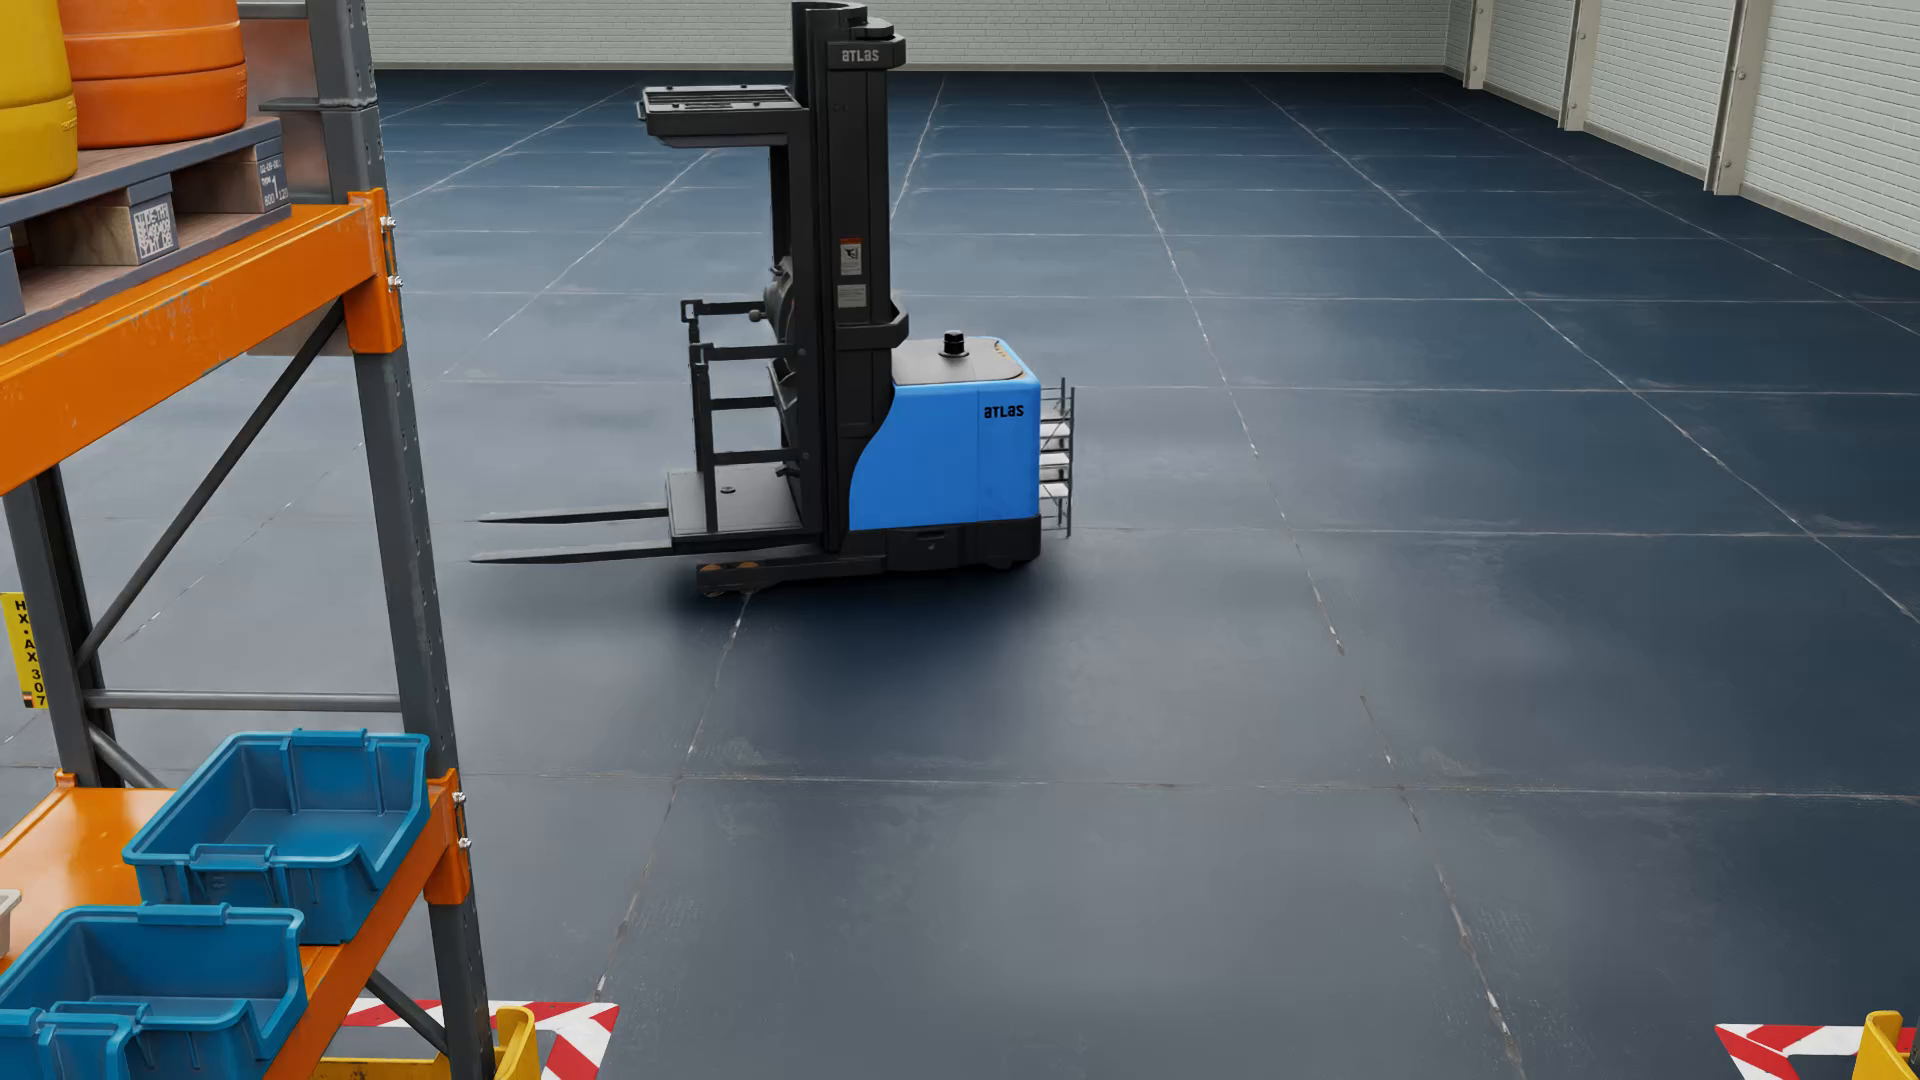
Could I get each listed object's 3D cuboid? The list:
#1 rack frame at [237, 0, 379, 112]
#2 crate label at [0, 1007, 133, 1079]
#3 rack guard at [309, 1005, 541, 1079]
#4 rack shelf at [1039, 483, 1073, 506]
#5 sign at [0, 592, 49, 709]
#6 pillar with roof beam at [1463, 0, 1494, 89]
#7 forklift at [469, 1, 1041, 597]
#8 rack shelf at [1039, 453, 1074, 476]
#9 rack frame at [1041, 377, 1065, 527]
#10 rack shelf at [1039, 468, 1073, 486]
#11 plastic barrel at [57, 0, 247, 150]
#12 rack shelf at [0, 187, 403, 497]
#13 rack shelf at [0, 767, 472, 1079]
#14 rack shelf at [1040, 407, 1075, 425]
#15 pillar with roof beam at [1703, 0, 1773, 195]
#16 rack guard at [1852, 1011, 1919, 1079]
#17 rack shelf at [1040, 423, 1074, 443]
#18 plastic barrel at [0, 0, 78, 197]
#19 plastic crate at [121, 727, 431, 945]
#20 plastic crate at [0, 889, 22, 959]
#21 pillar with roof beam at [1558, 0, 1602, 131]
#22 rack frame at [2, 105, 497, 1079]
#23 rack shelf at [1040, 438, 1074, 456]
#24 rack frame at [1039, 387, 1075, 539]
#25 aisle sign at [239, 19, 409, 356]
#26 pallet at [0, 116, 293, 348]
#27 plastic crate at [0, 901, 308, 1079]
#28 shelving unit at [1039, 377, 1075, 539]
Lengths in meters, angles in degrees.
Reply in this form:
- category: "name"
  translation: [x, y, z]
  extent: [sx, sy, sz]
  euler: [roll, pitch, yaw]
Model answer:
- category: "rack frame"
  translation: [-1.829, -2.375, 3.209]
  extent: [1.000, 3.000, 0.127]
  euler: [1, 21, 2]
- category: "crate label"
  translation: [-1.615, 1.074, 2.565]
  extent: [0.502, 0.435, 0.616]
  euler: [1, 21, 2]
- category: "rack guard"
  translation: [-1.785, 1.615, 4.674]
  extent: [1.175, 0.500, 0.348]
  euler: [1, 21, 2]
- category: "rack shelf"
  translation: [0.497, -0.258, 9.540]
  extent: [0.258, 0.077, 0.200]
  euler: [-4, 22, -11]
- category: "sign"
  translation: [-2.379, 0.285, 4.264]
  extent: [0.100, 0.325, 0.005]
  euler: [1, 21, 2]
- category: "pillar with roof beam"
  translation: [5.526, -12.897, 30.329]
  extent: [9.100, 9.000, 0.400]
  euler: [1, 21, 2]
- category: "forklift"
  translation: [-1.128, -1.275, 8.762]
  extent: [3.031, 2.935, 1.130]
  euler: [-4, 22, -11]
- category: "rack shelf"
  translation: [0.497, -0.426, 9.475]
  extent: [0.258, 0.077, 0.200]
  euler: [-4, 22, -11]
- category: "rack frame"
  translation: [0.477, -0.493, 9.556]
  extent: [0.240, 0.900, 0.006]
  euler: [-4, 22, -11]
- category: "rack shelf"
  translation: [0.497, -0.342, 9.507]
  extent: [0.258, 0.077, 0.200]
  euler: [-4, 22, -11]
- category: "plastic barrel"
  translation: [-1.717, -1.195, 3.142]
  extent: [0.600, 0.830, 0.708]
  euler: [1, 21, 2]
- category: "rack shelf"
  translation: [-1.890, 0.082, 2.018]
  extent: [1.077, 0.370, 4.000]
  euler: [1, 21, 2]
- category: "rack shelf"
  translation: [-1.890, 1.481, 2.561]
  extent: [1.077, 0.370, 4.000]
  euler: [1, 21, 2]
- category: "rack shelf"
  translation: [0.498, -0.678, 9.377]
  extent: [0.258, 0.077, 0.200]
  euler: [-4, 22, -11]
- category: "pillar with roof beam"
  translation: [5.161, -8.559, 19.147]
  extent: [9.100, 9.000, 0.400]
  euler: [1, 21, 2]
- category: "rack guard"
  translation: [3.122, 1.635, 4.625]
  extent: [1.175, 0.500, 0.348]
  euler: [1, 21, 2]
- category: "rack shelf"
  translation: [0.498, -0.594, 9.410]
  extent: [0.258, 0.077, 0.200]
  euler: [-4, 22, -11]
- category: "plastic barrel"
  translation: [-1.737, -0.846, 2.576]
  extent: [0.600, 0.588, 0.600]
  euler: [0, 21, 0]
- category: "plastic crate"
  translation: [-1.545, 0.676, 3.846]
  extent: [0.499, 0.251, 0.616]
  euler: [1, 21, 2]
- category: "plastic crate"
  translation: [-2.178, 0.865, 3.517]
  extent: [0.298, 0.136, 0.250]
  euler: [1, 21, 2]
- category: "pillar with roof beam"
  translation: [5.343, -10.728, 24.738]
  extent: [9.100, 9.000, 0.400]
  euler: [1, 21, 2]
- category: "rack frame"
  translation: [-1.829, 0.422, 4.294]
  extent: [1.000, 3.000, 0.127]
  euler: [1, 21, 2]
- category: "rack shelf"
  translation: [0.498, -0.510, 9.442]
  extent: [0.258, 0.077, 0.200]
  euler: [-4, 22, -11]
- category: "rack frame"
  translation: [0.517, -0.421, 9.370]
  extent: [0.240, 0.900, 0.006]
  euler: [-4, 22, -11]
- category: "aisle sign"
  translation: [-1.530, -0.813, 3.883]
  extent: [0.394, 0.787, 0.004]
  euler: [1, 21, 2]
- category: "pallet"
  translation: [-1.952, -0.590, 3.018]
  extent: [1.003, 0.211, 1.213]
  euler: [1, 21, 2]
- category: "plastic crate"
  translation: [-1.571, 0.910, 3.241]
  extent: [0.499, 0.251, 0.408]
  euler: [1, 21, 2]
- category: "shelving unit"
  translation: [0.497, -0.457, 9.463]
  extent: [0.258, 0.900, 0.210]
  euler: [-4, 22, -11]
